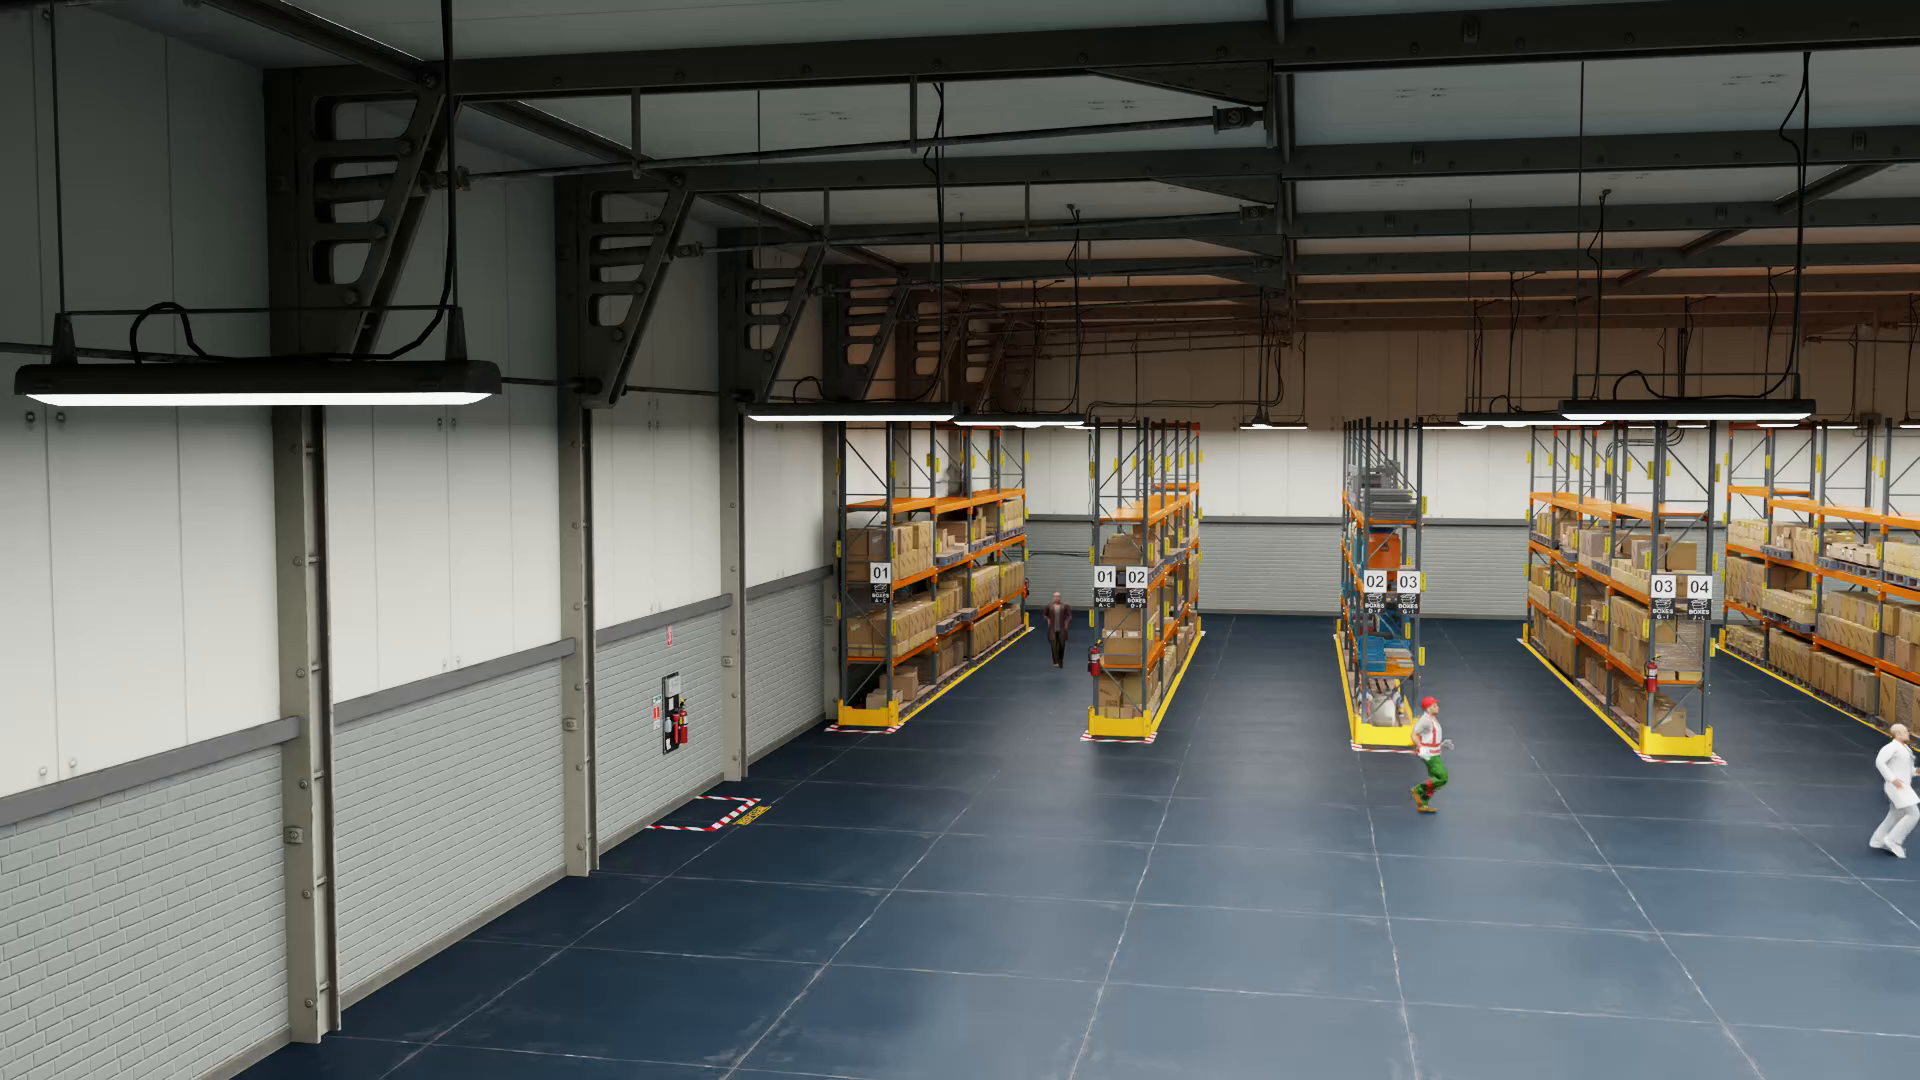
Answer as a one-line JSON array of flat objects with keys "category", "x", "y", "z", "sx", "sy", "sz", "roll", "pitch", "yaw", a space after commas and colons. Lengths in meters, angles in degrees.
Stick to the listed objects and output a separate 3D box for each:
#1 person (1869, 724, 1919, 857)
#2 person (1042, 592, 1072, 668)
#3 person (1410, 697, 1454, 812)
[{"category": "person", "x": 12.715, "y": 3.400, "z": 22.500, "sx": 0.687, "sy": 1.827, "sz": 0.687, "roll": 3, "pitch": 5, "yaw": 35}, {"category": "person", "x": 2.234, "y": 2.090, "z": 38.233, "sx": 0.703, "sy": 1.767, "sz": 0.616, "roll": 0, "pitch": 4, "yaw": 3}, {"category": "person", "x": 7.106, "y": 3.228, "z": 24.990, "sx": 0.587, "sy": 1.739, "sz": 0.656, "roll": 2, "pitch": 4, "yaw": 29}]
